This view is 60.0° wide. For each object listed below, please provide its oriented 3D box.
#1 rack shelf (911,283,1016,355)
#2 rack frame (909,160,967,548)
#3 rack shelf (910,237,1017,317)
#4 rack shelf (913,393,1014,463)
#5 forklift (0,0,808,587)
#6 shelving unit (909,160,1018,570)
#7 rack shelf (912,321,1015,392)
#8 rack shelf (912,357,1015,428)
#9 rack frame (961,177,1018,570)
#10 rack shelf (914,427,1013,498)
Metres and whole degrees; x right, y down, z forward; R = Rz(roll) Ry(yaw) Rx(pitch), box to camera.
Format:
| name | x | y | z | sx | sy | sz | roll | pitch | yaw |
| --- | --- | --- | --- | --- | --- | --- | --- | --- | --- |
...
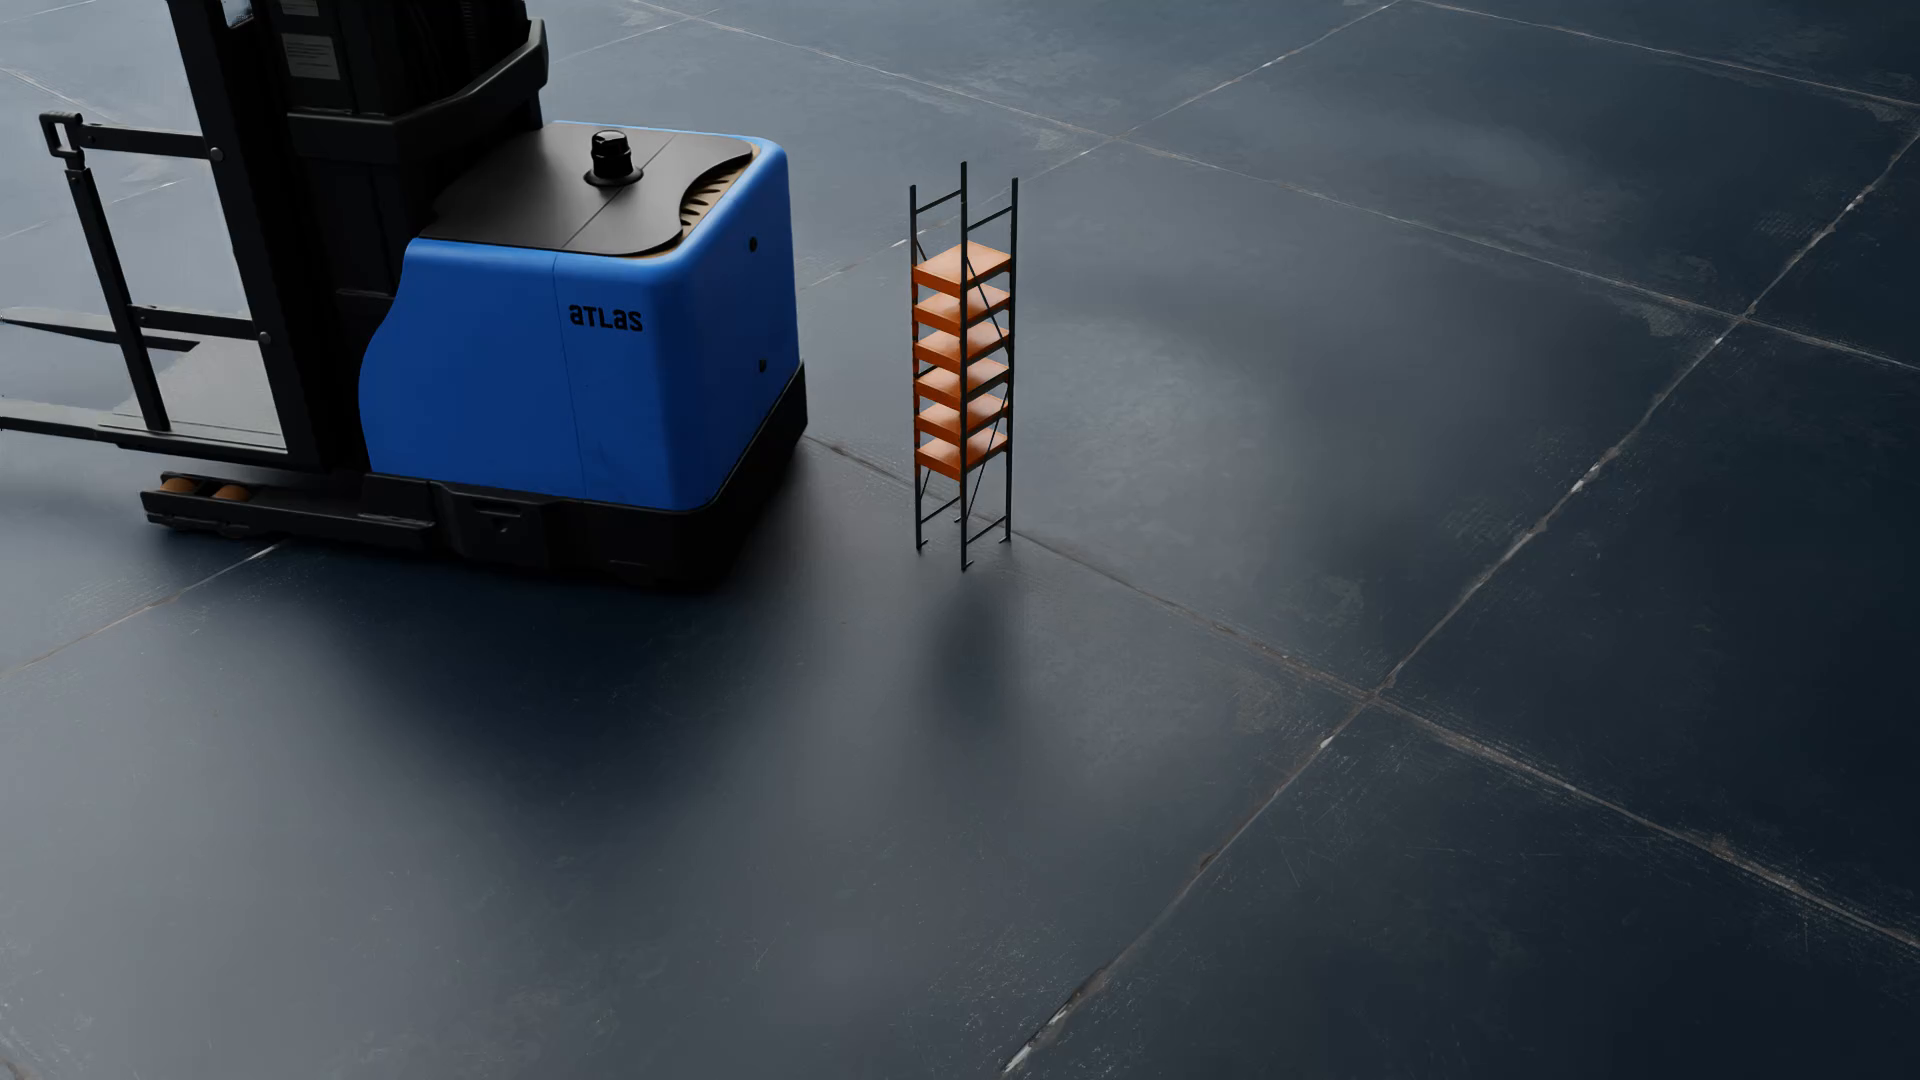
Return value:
| name | x | y | z | sx | sy | sz | roll | pitch | yaw |
| --- | --- | --- | --- | --- | --- | --- | --- | --- | --- |
| rack shelf | 0.011 | -0.651 | 4.792 | 0.180 | 0.103 | 0.258 | 25 | 42 | 32 |
| rack frame | -0.059 | -0.523 | 4.951 | 0.006 | 1.200 | 0.240 | 25 | 42 | 32 |
| rack shelf | 0.011 | -0.749 | 4.724 | 0.180 | 0.103 | 0.258 | 25 | 42 | 32 |
| rack shelf | 0.011 | -0.354 | 4.996 | 0.180 | 0.103 | 0.258 | 25 | 42 | 32 |
| forklift | -2.095 | -1.495 | 4.838 | 3.031 | 2.935 | 1.130 | 7 | 35 | 11 |
| shelving unit | 0.011 | -0.489 | 4.903 | 0.189 | 1.200 | 0.258 | 25 | 42 | 32 |
| rack shelf | 0.011 | -0.552 | 4.860 | 0.180 | 0.103 | 0.258 | 25 | 42 | 32 |
| rack shelf | 0.011 | -0.453 | 4.928 | 0.180 | 0.103 | 0.258 | 25 | 42 | 32 |
| rack frame | 0.081 | -0.456 | 4.854 | 0.006 | 1.200 | 0.240 | 25 | 42 | 32 |
| rack shelf | 0.011 | -0.255 | 5.064 | 0.180 | 0.103 | 0.258 | 25 | 42 | 32 |
